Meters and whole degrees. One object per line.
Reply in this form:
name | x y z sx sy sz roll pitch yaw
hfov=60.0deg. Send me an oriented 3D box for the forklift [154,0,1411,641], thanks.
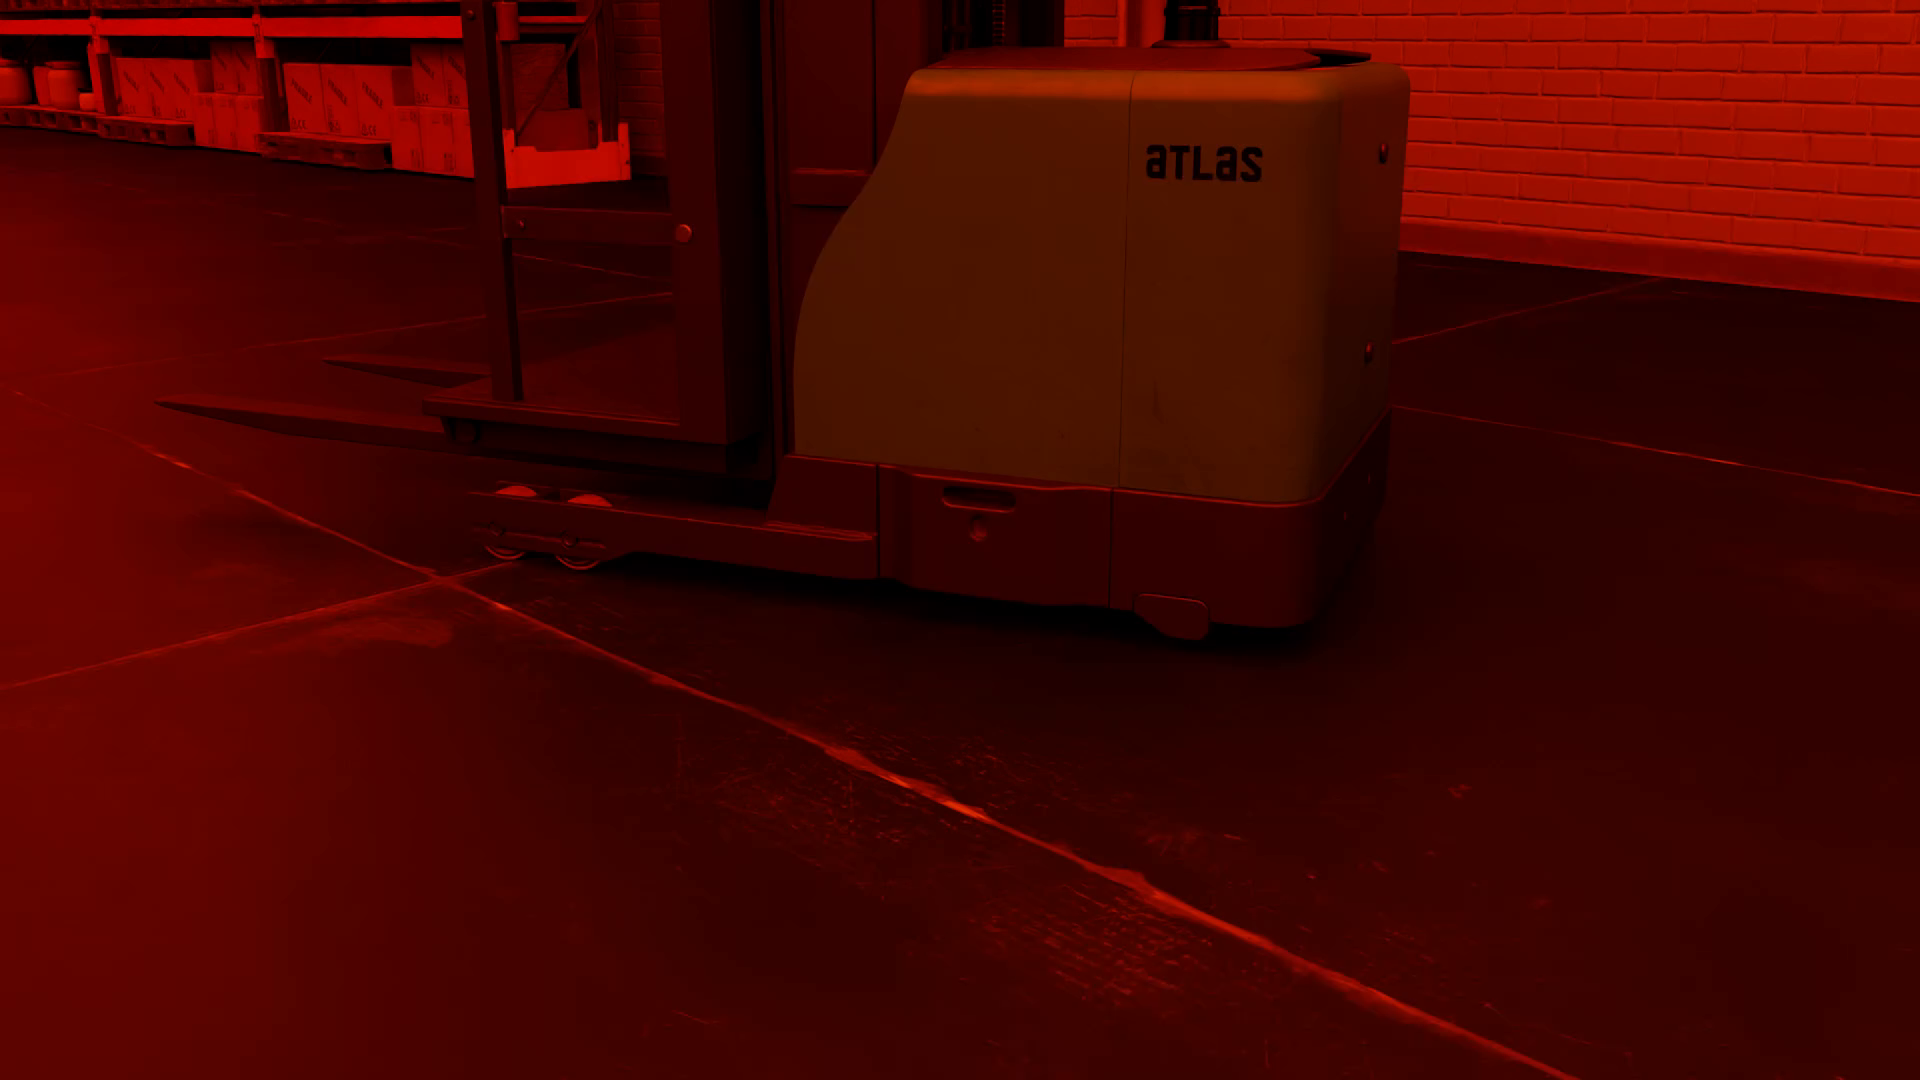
forklift | -0.563 -1.469 3.684 3.031 2.935 1.130 7 18 21
